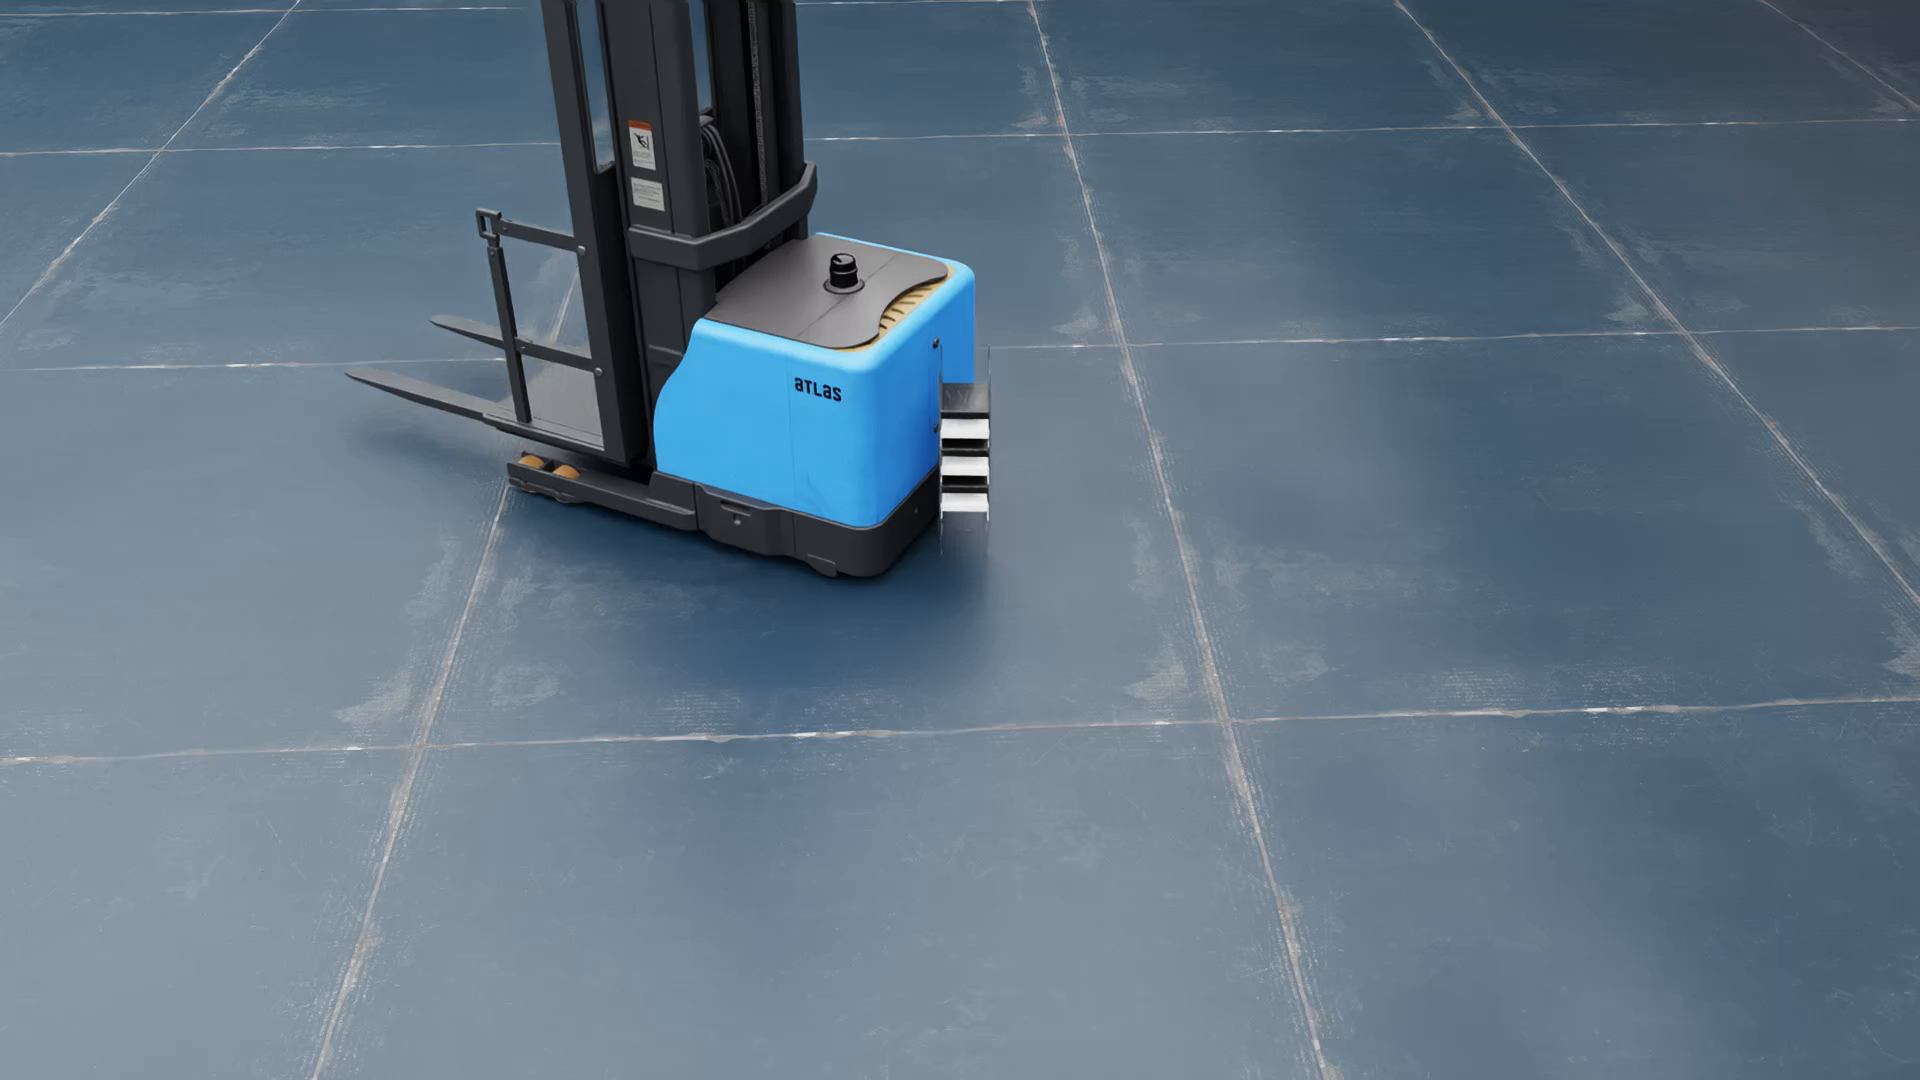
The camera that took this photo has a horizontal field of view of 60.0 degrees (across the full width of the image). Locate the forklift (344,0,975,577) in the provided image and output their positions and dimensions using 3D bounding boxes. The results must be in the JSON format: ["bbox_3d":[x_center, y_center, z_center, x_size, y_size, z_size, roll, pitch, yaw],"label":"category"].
[{"bbox_3d":[-1.475,-1.622,7.018,3.031,2.935,1.130,16,38,21],"label":"forklift"}]

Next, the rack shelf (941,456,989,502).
[{"bbox_3d":[0.023,-0.263,7.056,0.200,0.077,0.258,1,35,1],"label":"rack shelf"}]

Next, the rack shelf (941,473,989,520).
[{"bbox_3d":[0.023,-0.189,7.107,0.200,0.077,0.258,1,35,1],"label":"rack shelf"}]

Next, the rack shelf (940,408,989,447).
[{"bbox_3d":[0.023,-0.485,6.902,0.200,0.077,0.258,1,35,1],"label":"rack shelf"}]

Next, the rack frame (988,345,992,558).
[{"bbox_3d":[0.124,-0.363,6.984,0.006,0.900,0.240,1,35,1],"label":"rack frame"}]

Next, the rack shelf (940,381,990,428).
[{"bbox_3d":[0.023,-0.559,6.851,0.200,0.077,0.258,1,35,1],"label":"rack shelf"}]

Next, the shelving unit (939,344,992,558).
[{"bbox_3d":[0.023,-0.364,6.986,0.210,0.900,0.258,1,35,1],"label":"shelving unit"}]

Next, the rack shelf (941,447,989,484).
[{"bbox_3d":[0.023,-0.337,7.005,0.200,0.077,0.258,1,35,1],"label":"rack shelf"}]

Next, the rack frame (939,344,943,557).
[{"bbox_3d":[-0.079,-0.366,6.988,0.006,0.900,0.240,1,35,1],"label":"rack frame"}]

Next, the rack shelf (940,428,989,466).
[{"bbox_3d":[0.023,-0.411,6.953,0.200,0.077,0.258,1,35,1],"label":"rack shelf"}]
